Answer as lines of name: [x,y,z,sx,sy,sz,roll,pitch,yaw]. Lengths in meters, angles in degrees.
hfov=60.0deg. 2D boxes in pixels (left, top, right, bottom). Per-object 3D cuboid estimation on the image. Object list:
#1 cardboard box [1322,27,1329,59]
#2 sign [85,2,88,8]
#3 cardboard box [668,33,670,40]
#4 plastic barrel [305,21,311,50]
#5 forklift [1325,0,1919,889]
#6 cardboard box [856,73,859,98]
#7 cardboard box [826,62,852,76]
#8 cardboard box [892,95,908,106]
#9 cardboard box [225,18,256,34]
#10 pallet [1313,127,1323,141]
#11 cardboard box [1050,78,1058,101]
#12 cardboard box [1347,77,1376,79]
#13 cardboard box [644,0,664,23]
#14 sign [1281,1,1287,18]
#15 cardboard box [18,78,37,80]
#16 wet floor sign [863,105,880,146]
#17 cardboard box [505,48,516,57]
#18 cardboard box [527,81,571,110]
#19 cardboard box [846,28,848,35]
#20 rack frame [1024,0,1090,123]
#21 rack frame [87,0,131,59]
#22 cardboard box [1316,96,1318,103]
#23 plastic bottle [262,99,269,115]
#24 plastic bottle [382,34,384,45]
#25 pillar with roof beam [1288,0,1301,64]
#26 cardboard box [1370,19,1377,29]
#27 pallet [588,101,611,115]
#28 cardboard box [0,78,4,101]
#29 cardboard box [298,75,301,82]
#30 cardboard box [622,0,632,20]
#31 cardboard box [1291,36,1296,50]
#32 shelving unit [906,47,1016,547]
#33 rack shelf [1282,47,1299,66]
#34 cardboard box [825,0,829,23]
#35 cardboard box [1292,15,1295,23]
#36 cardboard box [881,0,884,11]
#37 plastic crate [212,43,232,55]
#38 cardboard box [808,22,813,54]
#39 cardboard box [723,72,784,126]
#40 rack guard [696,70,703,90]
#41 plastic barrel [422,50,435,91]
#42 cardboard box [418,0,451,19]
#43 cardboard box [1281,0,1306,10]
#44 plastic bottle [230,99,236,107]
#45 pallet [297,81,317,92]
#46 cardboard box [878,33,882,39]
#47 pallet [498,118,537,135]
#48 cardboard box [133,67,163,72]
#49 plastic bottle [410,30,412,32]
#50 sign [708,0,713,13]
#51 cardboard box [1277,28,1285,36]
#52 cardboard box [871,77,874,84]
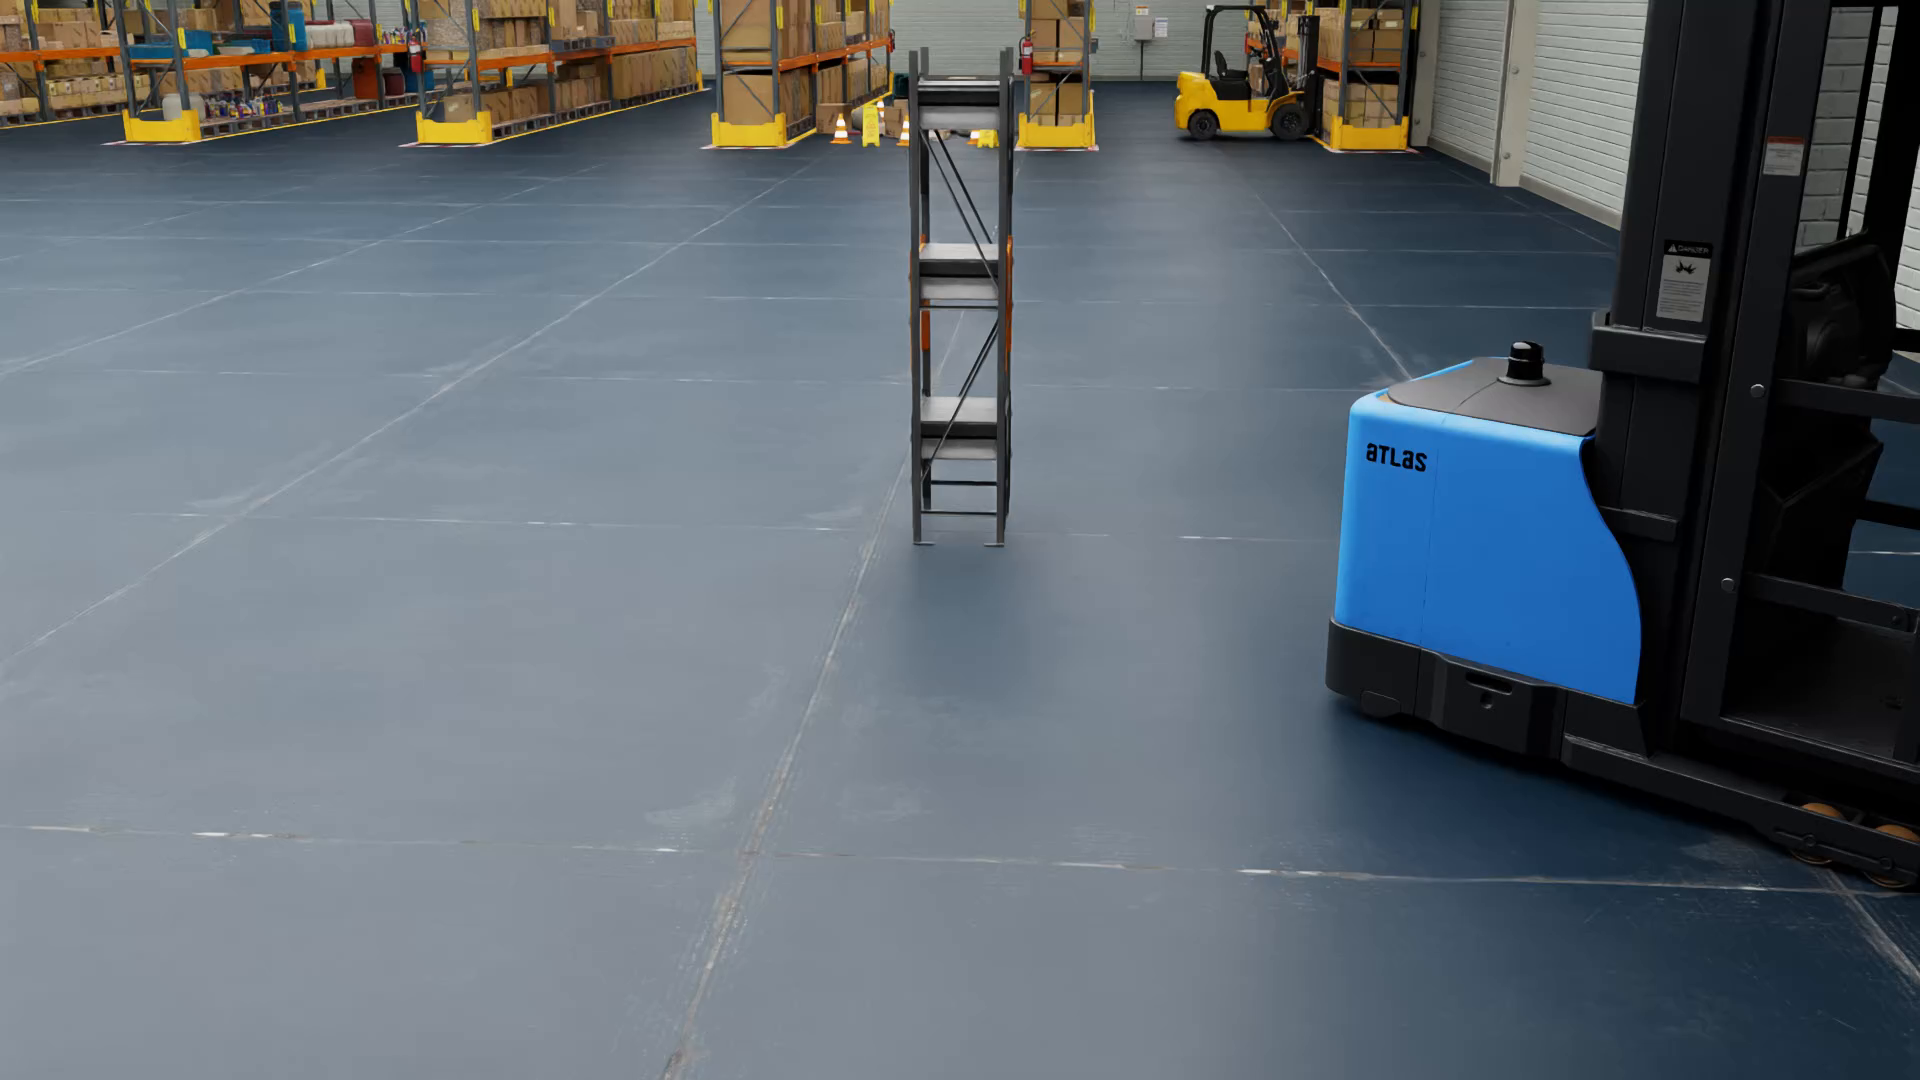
cardboard box: [6.367,-8.337,27.890,0.500,0.500,0.500,1,18,4]
sign: [-22.578,-13.750,43.051,0.100,0.325,0.005,1,18,4]
cardboard box: [-7.083,-11.923,39.396,0.380,0.149,0.250,1,18,2]
plastic barrel: [-12.716,-9.695,31.976,0.433,0.535,0.433,0,18,0]
forklift: [2.675,-0.629,4.634,3.031,2.935,1.130,16,24,40]
cardboard box: [-2.467,-9.870,36.066,0.500,0.500,0.500,1,18,3]
cardboard box: [-2.546,-9.905,34.970,0.500,0.250,0.500,0,18,1]
cardboard box: [-0.806,-7.535,29.393,0.797,0.637,0.503,1,18,4]
cardboard box: [-17.062,-12.135,39.478,0.500,0.500,0.500,2,18,5]
pallet: [6.589,-6.946,28.282,1.003,0.211,1.213,1,18,4]
cardboard box: [1.409,-7.587,28.297,0.500,0.500,0.500,1,18,3]
cardboard box: [6.859,-7.793,28.526,0.500,0.250,0.500,1,18,4]
cardboard box: [-7.201,-12.282,38.647,0.500,0.500,0.500,1,18,4]
sign: [6.517,-10.661,33.410,0.100,0.325,0.005,1,18,4]
cardboard box: [-18.170,-8.903,32.619,0.500,0.311,0.500,2,18,5]
wet floor sign: [-1.438,-6.671,26.747,0.267,0.644,0.232,-2,18,-6]
cardboard box: [-7.888,-8.413,28.685,0.380,0.149,0.250,1,18,4]
cardboard box: [-7.945,-8.587,32.120,0.700,0.500,0.500,1,18,4]
cardboard box: [-2.565,-10.710,35.020,0.380,0.149,0.250,2,18,7]
rack frame: [1.534,-7.764,26.301,1.000,3.000,0.127,1,18,4]
rack frame: [-22.025,-13.287,43.154,1.000,3.000,0.127,1,18,4]
cardboard box: [6.311,-7.415,28.174,0.500,0.250,0.500,1,18,4]
plastic bottle: [-12.746,-7.939,30.491,0.061,0.283,0.133,3,18,8]
plastic bottle: [-12.328,-10.682,35.413,0.097,0.271,0.097,0,18,0]
pillar with roof beam: [4.431,-16.388,42.986,9.100,9.000,0.400,1,18,4]
cardboard box: [6.723,-8.188,26.392,0.380,0.149,0.250,1,18,4]
pallet: [-7.834,-8.902,34.253,1.003,0.211,1.213,1,18,4]
cardboard box: [-17.839,-8.240,30.291,0.500,0.500,0.500,1,18,4]
cardboard box: [-16.996,-11.742,42.283,0.380,0.166,0.250,1,18,4]
cardboard box: [-7.617,-11.632,36.333,0.797,0.503,0.637,2,18,6]
cardboard box: [6.712,-9.619,32.204,0.500,0.250,0.500,1,18,2]
shelving unit: [0.012,-1.049,7.253,0.431,2.100,0.503,1,18,4]
rack shelf: [6.915,-9.176,31.766,1.077,0.370,4.000,1,18,4]
cardboard box: [-2.949,-10.395,32.564,0.700,0.500,0.500,1,18,3]
cardboard box: [6.732,-10.239,32.652,0.380,0.149,0.250,2,18,5]
cardboard box: [-2.113,-13.010,40.066,0.500,0.500,0.500,2,18,7]
plastic crate: [-13.383,-8.822,29.871,0.450,0.188,0.662,1,18,4]
cardboard box: [-3.138,-9.042,29.960,0.875,0.550,0.550,1,18,4]
cardboard box: [-3.428,-7.245,27.456,0.875,0.875,0.875,1,18,4]
rack guard: [-7.202,-11.774,42.554,1.175,0.500,0.348,1,18,4]
plastic barrel: [-12.486,-10.857,38.435,0.600,0.901,0.708,1,18,4]
cardboard box: [-8.557,-8.826,27.297,0.500,0.500,0.500,1,18,4]
cardboard box: [7.718,-12.265,38.595,0.500,0.500,0.500,1,18,2]
plastic bottle: [-13.366,-7.962,30.579,0.097,0.271,0.097,0,18,0]
pallet: [-17.146,-11.581,42.427,1.003,0.211,1.213,1,18,4]
cardboard box: [-2.106,-12.270,40.456,0.380,0.149,0.250,0,18,1]
pallet: [-8.161,-7.313,29.404,1.003,0.211,1.213,1,18,4]
cardboard box: [-17.825,-10.383,36.398,0.500,0.250,0.500,2,18,6]
plastic bottle: [-12.225,-11.251,37.140,0.152,0.276,0.135,1,18,4]
sign: [-3.951,-8.523,26.376,0.100,0.325,0.005,1,18,4]
cardboard box: [6.723,-10.432,34.172,0.380,0.149,0.250,2,18,5]
cardboard box: [-2.205,-10.662,38.571,0.380,0.149,0.250,2,18,6]
